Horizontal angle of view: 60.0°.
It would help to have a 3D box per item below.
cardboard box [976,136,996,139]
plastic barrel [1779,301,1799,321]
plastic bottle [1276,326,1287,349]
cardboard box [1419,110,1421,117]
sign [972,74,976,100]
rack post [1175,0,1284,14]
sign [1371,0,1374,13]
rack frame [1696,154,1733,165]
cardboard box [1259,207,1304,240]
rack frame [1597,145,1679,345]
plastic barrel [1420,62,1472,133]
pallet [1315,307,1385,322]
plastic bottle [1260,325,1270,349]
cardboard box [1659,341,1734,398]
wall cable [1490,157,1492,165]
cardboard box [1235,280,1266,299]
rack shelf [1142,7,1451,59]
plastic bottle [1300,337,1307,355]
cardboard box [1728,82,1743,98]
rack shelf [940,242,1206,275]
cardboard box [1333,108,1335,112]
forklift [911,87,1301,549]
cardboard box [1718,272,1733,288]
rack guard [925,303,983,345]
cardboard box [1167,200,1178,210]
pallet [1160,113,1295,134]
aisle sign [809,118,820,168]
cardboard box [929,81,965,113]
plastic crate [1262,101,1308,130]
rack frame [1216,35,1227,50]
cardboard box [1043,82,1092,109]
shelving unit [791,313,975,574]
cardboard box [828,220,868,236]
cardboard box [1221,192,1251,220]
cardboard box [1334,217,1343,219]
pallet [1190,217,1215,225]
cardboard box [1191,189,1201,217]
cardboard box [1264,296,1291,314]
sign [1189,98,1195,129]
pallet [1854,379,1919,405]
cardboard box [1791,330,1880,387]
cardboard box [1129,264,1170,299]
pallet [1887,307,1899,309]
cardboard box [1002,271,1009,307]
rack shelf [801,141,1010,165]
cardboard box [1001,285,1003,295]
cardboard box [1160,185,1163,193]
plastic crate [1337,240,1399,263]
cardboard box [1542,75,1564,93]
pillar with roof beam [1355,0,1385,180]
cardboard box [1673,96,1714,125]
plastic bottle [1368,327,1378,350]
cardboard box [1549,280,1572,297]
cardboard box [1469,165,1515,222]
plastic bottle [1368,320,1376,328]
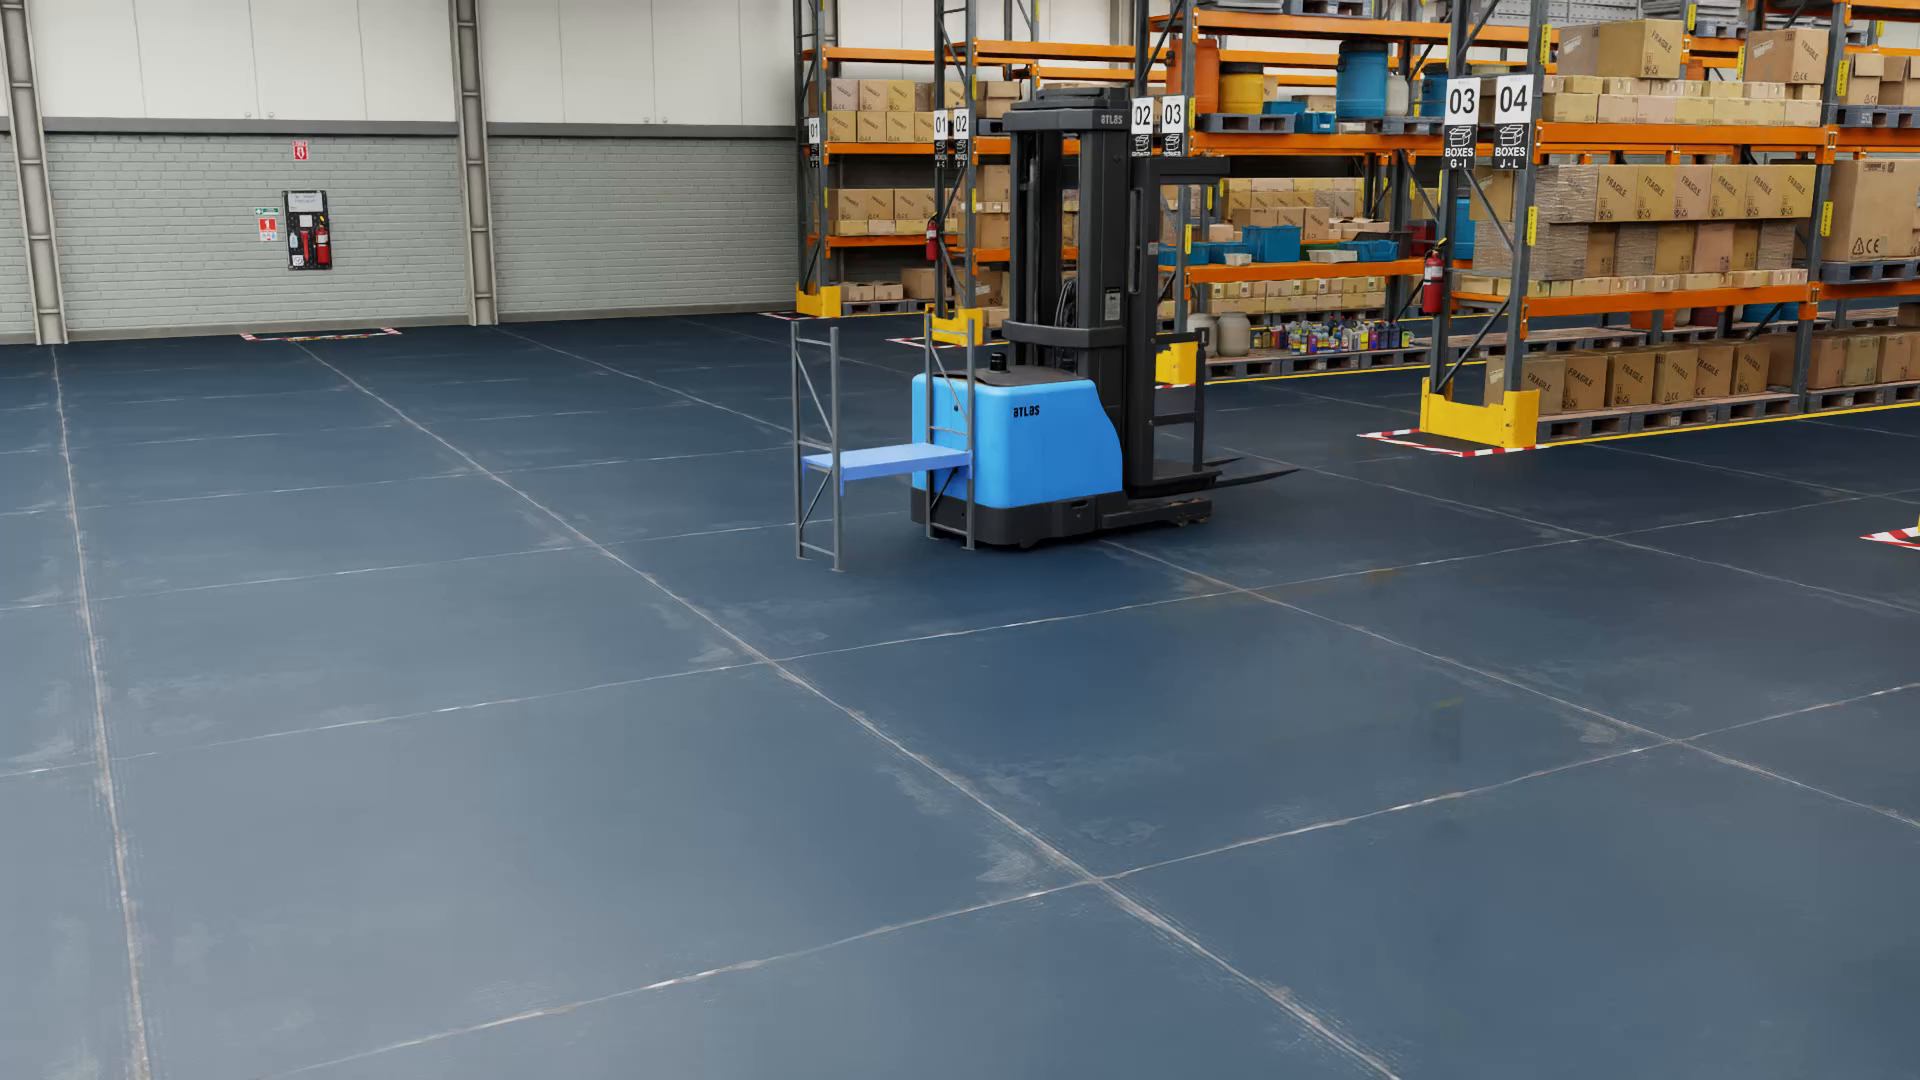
[{"bbox_3d":[0.288,-7.047,28.486,0.500,0.500,0.500,-8,15,-33],"label":"cardboard box"},{"bbox_3d":[12.346,-3.736,24.703,0.708,0.901,0.600,-7,14,-28],"label":"plastic barrel"},{"bbox_3d":[3.987,-2.515,20.636,0.133,0.283,0.061,-7,14,-28],"label":"plastic bottle"},{"bbox_3d":[7.317,-6.708,27.024,0.500,0.500,0.910,-7,14,-28],"label":"cardboard box"},{"bbox_3d":[0.189,-6.123,22.480,0.005,0.325,0.100,-7,14,-28],"label":"sign"},{"bbox_3d":[3.023,-6.085,18.789,0.954,0.300,0.937,-5,14,-22],"label":"rack post"},{"bbox_3d":[6.682,-8.668,26.822,0.005,0.325,0.100,-7,14,-28],"label":"sign"},{"bbox_3d":[13.972,-5.985,30.871,0.127,3.000,1.000,-7,14,-28],"label":"rack frame"},{"bbox_3d":[5.024,-4.957,26.076,0.500,0.500,0.500,-7,14,-28],"label":"cardboard box"},{"bbox_3d":[9.321,-4.188,22.888,0.127,3.000,1.000,-7,14,-28],"label":"rack frame"},{"bbox_3d":[6.152,-5.571,21.058,0.708,0.901,0.600,-7,14,-28],"label":"plastic barrel"},{"bbox_3d":[6.209,-3.704,27.086,1.213,0.211,1.003,-7,14,-28],"label":"pallet"},{"bbox_3d":[3.795,-2.530,20.703,0.133,0.283,0.061,-6,14,-26],"label":"plastic bottle"},{"bbox_3d":[7.314,-1.702,16.578,0.500,0.500,0.500,-2,13,-10],"label":"cardboard box"},{"bbox_3d":[12.266,-7.752,36.408,1.851,1.984,0.084,-7,14,-28],"label":"wall cable"},{"bbox_3d":[4.364,-3.907,25.665,0.500,0.311,0.500,-7,14,-29],"label":"cardboard box"},{"bbox_3d":[4.054,-5.938,19.548,4.000,0.370,1.077,-7,14,-28],"label":"rack shelf"},{"bbox_3d":[4.130,-2.338,20.037,0.097,0.201,0.097,0,13,0],"label":"plastic bottle"},{"bbox_3d":[7.087,-4.207,15.574,0.250,0.149,0.380,-6,14,-26],"label":"cardboard box"},{"bbox_3d":[1.684,-4.161,24.406,4.000,0.370,1.077,-7,14,-28],"label":"rack shelf"},{"bbox_3d":[7.260,-8.174,32.536,0.500,0.500,0.700,-8,15,-31],"label":"cardboard box"},{"bbox_3d":[1.149,-1.608,11.578,3.031,2.935,1.130,-9,16,-36],"label":"forklift"},{"bbox_3d":[7.214,-2.523,16.062,0.250,0.149,0.380,-7,14,-28],"label":"cardboard box"},{"bbox_3d":[-0.092,-3.080,23.655,0.348,0.500,1.175,-7,14,-28],"label":"rack guard"},{"bbox_3d":[3.086,-4.992,24.755,0.250,0.149,0.380,-7,15,-29],"label":"cardboard box"},{"bbox_3d":[3.072,-4.786,19.143,1.213,0.211,1.003,-7,14,-28],"label":"pallet"},{"bbox_3d":[-2.368,-6.459,27.056,0.004,0.787,0.394,-7,14,-28],"label":"aisle sign"},{"bbox_3d":[-0.176,-7.465,28.065,0.500,0.500,0.500,-7,15,-30],"label":"cardboard box"},{"bbox_3d":[3.828,-5.061,19.970,0.575,0.384,0.392,-7,14,-28],"label":"plastic crate"},{"bbox_3d":[4.574,-9.024,30.713,0.127,3.000,1.000,-7,14,-28],"label":"rack frame"},{"bbox_3d":[1.517,-6.209,23.532,0.500,0.500,0.500,-7,14,-28],"label":"cardboard box"},{"bbox_3d":[-0.474,-0.638,10.529,1.048,1.500,0.538,-9,16,-36],"label":"shelving unit"},{"bbox_3d":[-1.868,-5.183,27.603,0.500,0.250,0.500,-7,15,-29],"label":"cardboard box"},{"bbox_3d":[5.123,-6.303,31.334,0.500,0.500,0.500,-6,14,-26],"label":"cardboard box"},{"bbox_3d":[7.261,-6.227,32.472,0.250,0.149,0.380,-7,14,-28],"label":"cardboard box"},{"bbox_3d":[3.999,-5.909,30.968,1.003,0.211,1.213,-7,14,-28],"label":"pallet"},{"bbox_3d":[4.166,-6.310,31.084,0.500,0.500,0.700,-9,15,-34],"label":"cardboard box"},{"bbox_3d":[4.815,-3.689,25.976,0.500,0.250,0.500,-7,15,-30],"label":"cardboard box"},{"bbox_3d":[2.559,-4.708,18.345,0.005,0.325,0.100,-7,14,-28],"label":"sign"},{"bbox_3d":[9.938,-1.664,18.023,1.213,0.211,1.003,-7,14,-28],"label":"pallet"},{"bbox_3d":[9.160,-1.915,17.479,0.500,0.500,0.700,-7,14,-28],"label":"cardboard box"},{"bbox_3d":[2.883,-3.963,25.487,0.500,0.500,0.500,-7,14,-28],"label":"cardboard box"},{"bbox_3d":[15.600,-3.590,26.582,1.213,0.211,1.003,-7,14,-28],"label":"pallet"},{"bbox_3d":[0.944,-3.598,23.861,0.500,0.500,0.500,-7,14,-28],"label":"cardboard box"},{"bbox_3d":[-0.693,-6.579,28.317,4.000,0.370,1.077,-7,14,-28],"label":"rack shelf"},{"bbox_3d":[0.608,-4.447,29.489,0.250,0.166,0.380,-9,16,-35],"label":"cardboard box"},{"bbox_3d":[2.610,-5.303,24.658,0.500,0.500,0.700,-7,14,-28],"label":"cardboard box"},{"bbox_3d":[4.968,-3.526,20.285,0.616,0.251,0.499,-7,14,-28],"label":"plastic crate"},{"bbox_3d":[5.024,-3.961,14.481,0.250,0.149,0.380,-7,14,-28],"label":"cardboard box"},{"bbox_3d":[10.347,-8.856,29.964,0.400,9.000,9.100,-7,14,-28],"label":"pillar with roof beam"},{"bbox_3d":[6.560,-3.946,15.320,0.500,0.250,0.500,-6,14,-26],"label":"cardboard box"},{"bbox_3d":[5.091,-2.488,20.519,0.133,0.283,0.061,-6,14,-24],"label":"plastic bottle"},{"bbox_3d":[5.265,-2.276,14.964,0.250,0.149,0.380,-7,14,-28],"label":"cardboard box"},{"bbox_3d":[5.036,-3.179,15.223,0.500,0.500,0.500,-7,14,-28],"label":"cardboard box"},{"bbox_3d":[5.320,-2.702,21.496,0.097,0.271,0.097,0,13,0],"label":"plastic bottle"}]
